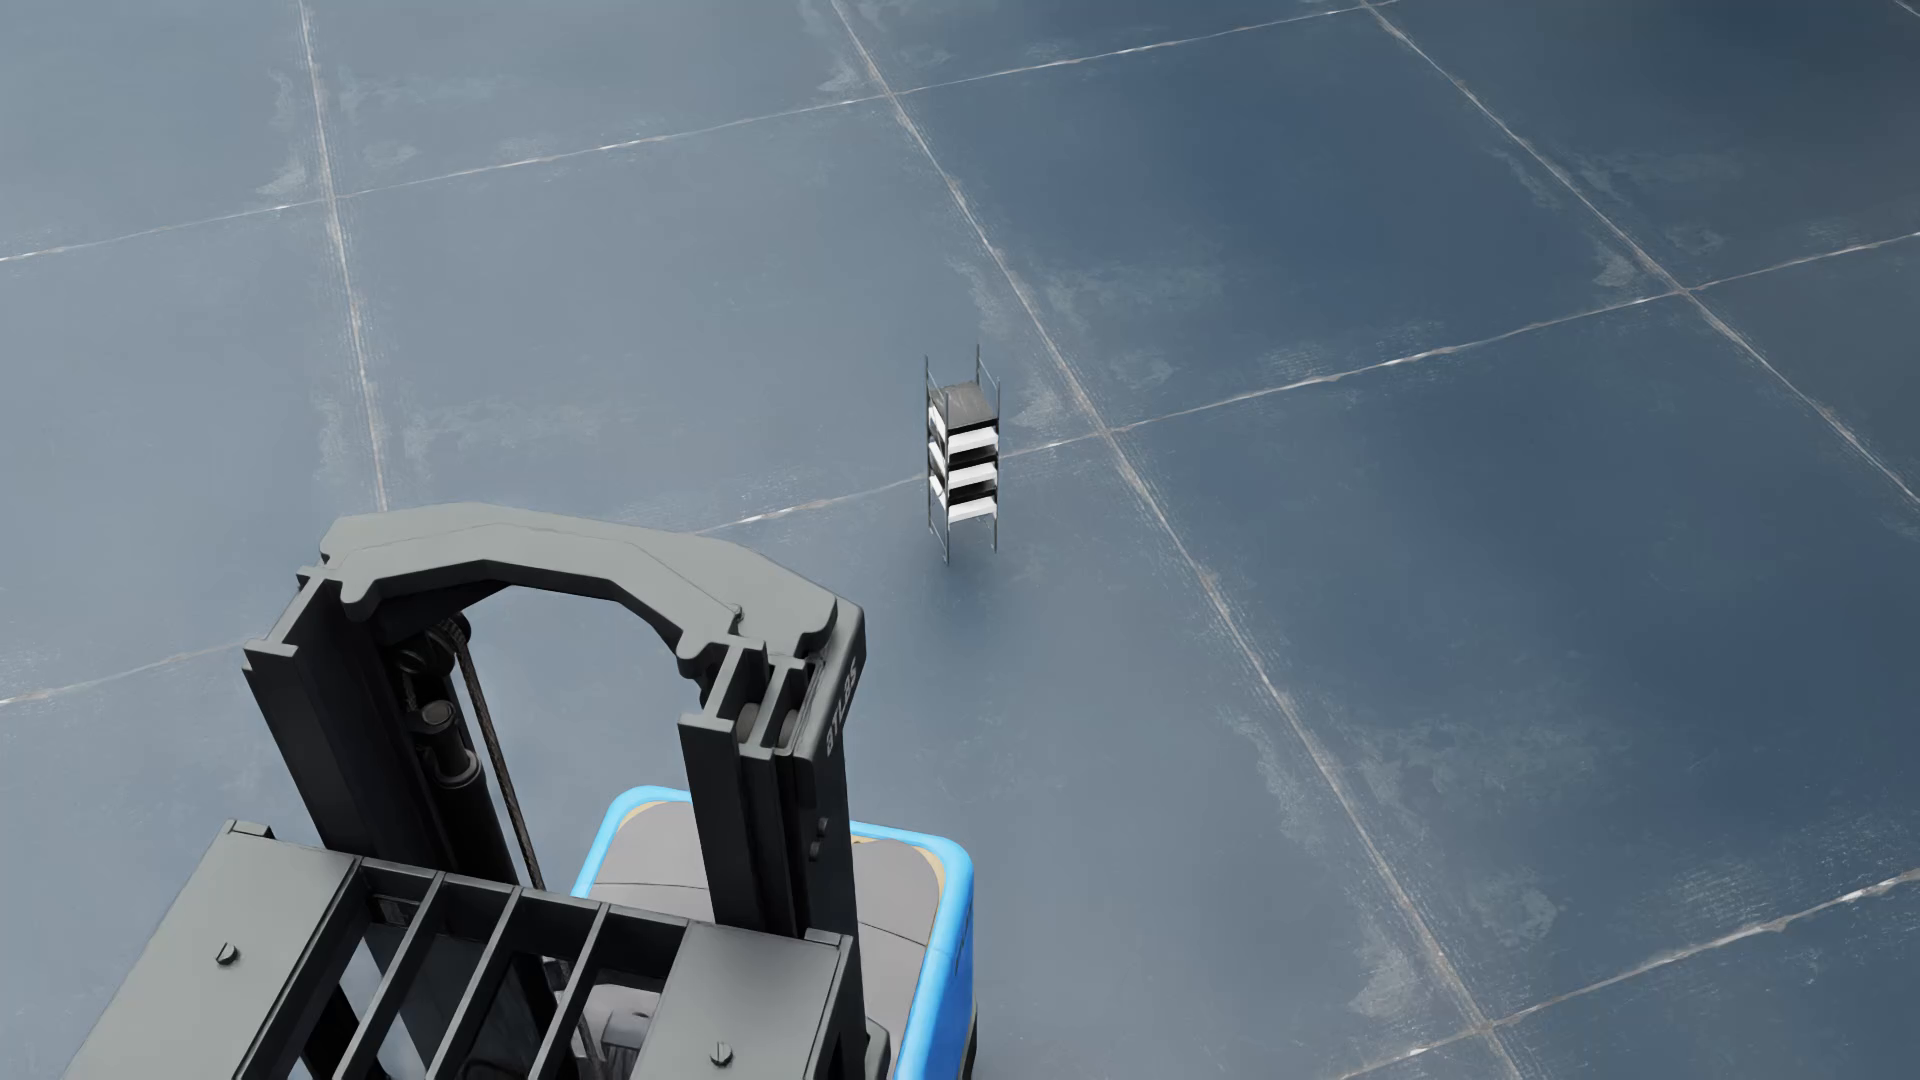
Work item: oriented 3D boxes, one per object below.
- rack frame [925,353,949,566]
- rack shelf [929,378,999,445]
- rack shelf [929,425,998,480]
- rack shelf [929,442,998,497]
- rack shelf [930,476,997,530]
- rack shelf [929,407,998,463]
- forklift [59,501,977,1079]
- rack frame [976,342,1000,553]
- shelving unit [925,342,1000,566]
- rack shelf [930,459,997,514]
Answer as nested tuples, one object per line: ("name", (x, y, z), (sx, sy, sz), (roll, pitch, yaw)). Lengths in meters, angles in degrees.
("rack frame", (-0.088, -0.295, 6.409), (0.006, 0.900, 0.240), (-14, 47, -14))
("rack shelf", (0.008, -0.487, 6.266), (0.200, 0.077, 0.258), (-14, 47, -14))
("rack shelf", (0.008, -0.360, 6.393), (0.200, 0.077, 0.258), (-14, 47, -14))
("rack shelf", (0.008, -0.296, 6.457), (0.200, 0.077, 0.258), (-14, 47, -14))
("rack shelf", (0.008, -0.169, 6.584), (0.200, 0.077, 0.258), (-14, 47, -14))
("rack shelf", (0.008, -0.423, 6.329), (0.200, 0.077, 0.258), (-14, 47, -14))
("forklift", (-0.759, 1.480, 3.206), (1.130, 2.935, 3.031), (9, 46, 8))
("rack frame", (0.103, -0.344, 6.458), (0.006, 0.900, 0.240), (-14, 47, -14))
("shelving unit", (0.008, -0.320, 6.433), (0.210, 0.900, 0.258), (-14, 47, -14))
("rack shelf", (0.008, -0.233, 6.521), (0.200, 0.077, 0.258), (-14, 47, -14))
